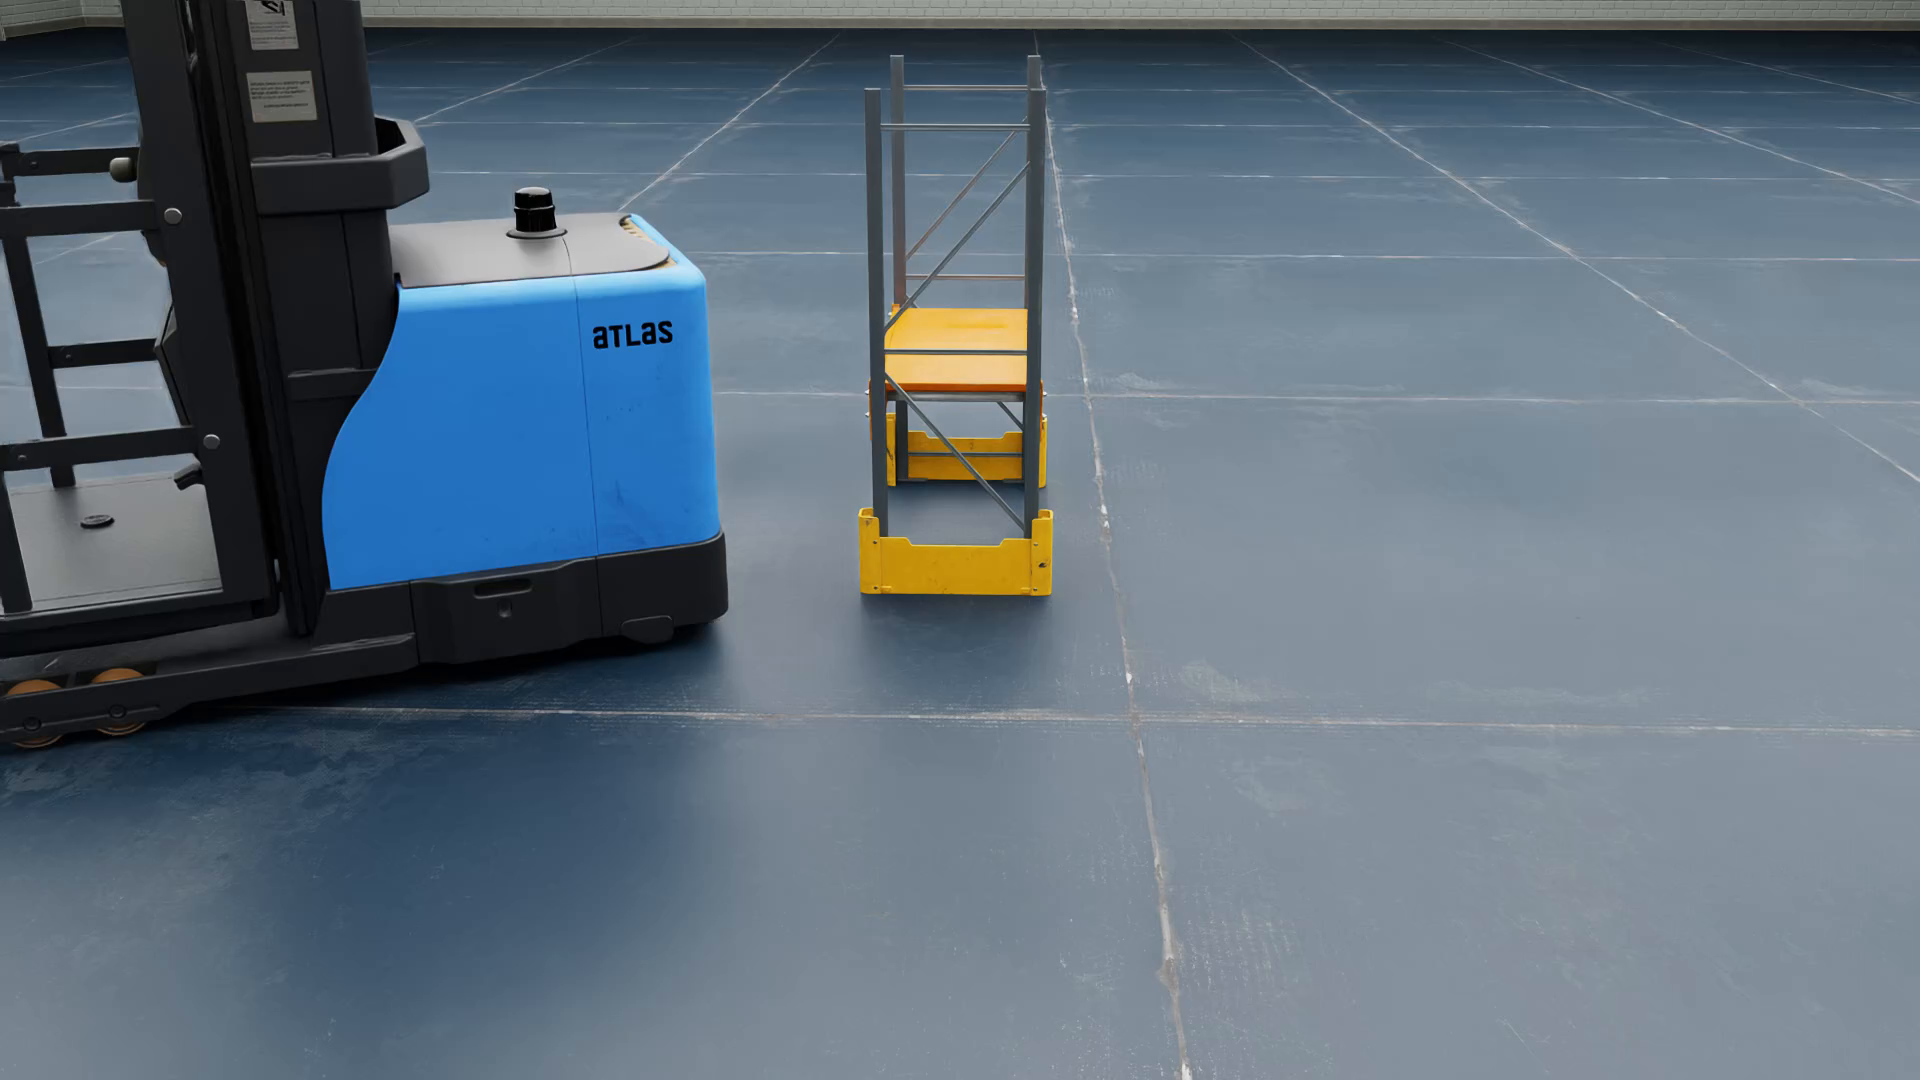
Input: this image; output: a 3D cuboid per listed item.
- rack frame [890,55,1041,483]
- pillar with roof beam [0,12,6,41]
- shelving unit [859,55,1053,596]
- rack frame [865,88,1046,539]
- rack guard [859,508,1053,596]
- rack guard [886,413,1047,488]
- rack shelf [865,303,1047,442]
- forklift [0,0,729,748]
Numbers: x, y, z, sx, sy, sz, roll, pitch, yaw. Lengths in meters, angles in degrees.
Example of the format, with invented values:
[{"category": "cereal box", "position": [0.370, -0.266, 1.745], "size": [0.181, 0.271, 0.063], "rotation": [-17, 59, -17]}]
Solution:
[{"category": "rack frame", "position": [0.018, -0.914, 5.811], "size": [0.500, 1.500, 0.032], "rotation": [1, 21, 2]}, {"category": "pillar with roof beam", "position": [-9.910, -11.442, 22.577], "size": [9.100, 9.000, 0.400], "rotation": [1, 21, 2]}, {"category": "shelving unit", "position": [0.002, -0.727, 5.329], "size": [0.587, 1.500, 1.083], "rotation": [1, 21, 2]}, {"category": "rack frame", "position": [-0.013, -0.546, 4.863], "size": [0.500, 1.500, 0.032], "rotation": [1, 21, 2]}, {"category": "rack guard", "position": [-0.013, 0.036, 5.091], "size": [0.587, 0.250, 0.087], "rotation": [1, 21, 2]}, {"category": "rack guard", "position": [0.017, -0.324, 6.019], "size": [0.587, 0.250, 0.087], "rotation": [1, 21, 2]}, {"category": "rack shelf", "position": [0.003, -0.562, 5.402], "size": [0.538, 0.185, 1.000], "rotation": [1, 21, 2]}, {"category": "forklift", "position": [-2.242, -1.059, 4.207], "size": [3.031, 2.935, 1.130], "rotation": [-8, 23, -19]}]
